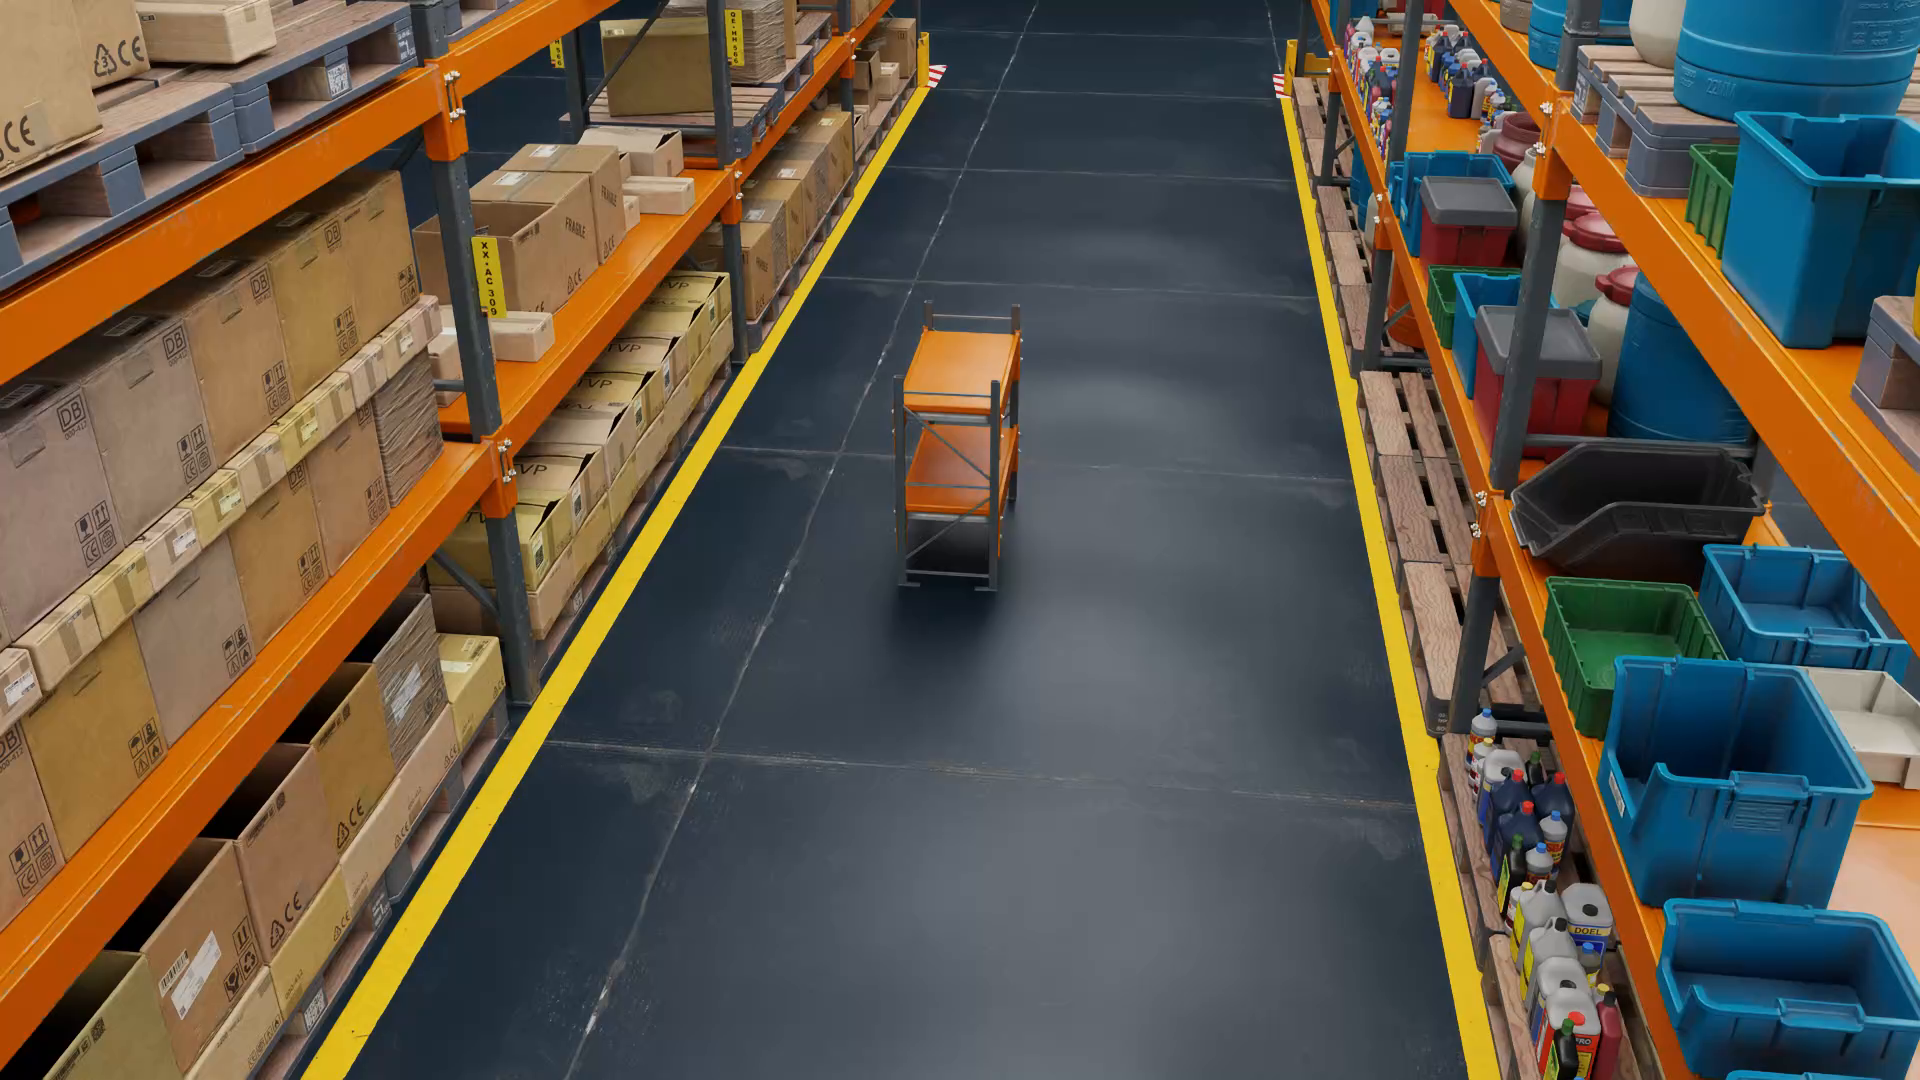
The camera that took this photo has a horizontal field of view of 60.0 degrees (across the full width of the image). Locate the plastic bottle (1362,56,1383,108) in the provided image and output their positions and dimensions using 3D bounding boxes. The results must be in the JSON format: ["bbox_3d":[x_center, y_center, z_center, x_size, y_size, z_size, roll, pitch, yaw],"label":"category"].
[{"bbox_3d":[2.884,-3.185,11.550,0.144,0.351,0.185,3,28,6],"label":"plastic bottle"}]

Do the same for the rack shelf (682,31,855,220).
[{"bbox_3d":[-1.652,-3.145,12.184,1.077,0.370,4.000,3,28,6],"label":"rack shelf"}]

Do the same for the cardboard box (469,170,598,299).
[{"bbox_3d":[-2.151,-1.526,8.314,0.500,0.500,0.500,3,28,6],"label":"cardboard box"}]

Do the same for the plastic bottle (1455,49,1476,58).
[{"bbox_3d":[3.674,-3.445,12.113,0.152,0.276,0.135,3,28,6],"label":"plastic bottle"}]

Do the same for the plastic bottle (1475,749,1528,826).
[{"bbox_3d":[2.042,0.936,6.258,0.152,0.276,0.135,4,29,8],"label":"plastic bottle"}]

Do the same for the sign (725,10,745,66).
[{"bbox_3d":[-1.346,-2.999,9.934,0.100,0.325,0.005,3,28,6],"label":"sign"}]

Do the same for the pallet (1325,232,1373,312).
[{"bbox_3d":[3.226,-1.949,12.146,1.003,0.211,1.213,3,28,6],"label":"pallet"}]

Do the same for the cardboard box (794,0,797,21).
[{"bbox_3d":[-1.687,-4.422,13.247,0.700,0.500,0.500,-6,29,-11],"label":"cardboard box"}]

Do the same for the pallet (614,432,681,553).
[{"bbox_3d":[-2.189,-0.335,9.149,1.003,0.211,1.213,3,28,6],"label":"pallet"}]

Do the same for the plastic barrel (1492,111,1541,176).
[{"bbox_3d":[3.262,-2.055,9.258,0.600,0.536,0.708,3,28,6],"label":"plastic barrel"}]

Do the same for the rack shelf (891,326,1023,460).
[{"bbox_3d":[0.001,-0.756,8.350,0.538,0.278,1.000,3,28,6],"label":"rack shelf"}]

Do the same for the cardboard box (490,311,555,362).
[{"bbox_3d":[-2.076,-0.932,7.582,0.380,0.149,0.250,3,28,6],"label":"cardboard box"}]

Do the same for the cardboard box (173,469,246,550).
[{"bbox_3d":[-2.395,-0.104,4.991,0.380,0.149,0.250,4,29,8],"label":"cardboard box"}]

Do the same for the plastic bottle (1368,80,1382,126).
[{"bbox_3d":[2.785,-2.933,11.154,0.061,0.283,0.133,3,28,6],"label":"plastic bottle"}]

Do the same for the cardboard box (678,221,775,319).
[{"bbox_3d":[-1.558,-1.811,11.121,0.500,0.500,0.500,5,29,8],"label":"cardboard box"}]

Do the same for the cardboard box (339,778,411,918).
[{"bbox_3d":[-2.345,1.090,6.020,0.500,0.250,0.500,3,28,6],"label":"cardboard box"}]

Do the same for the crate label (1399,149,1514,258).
[{"bbox_3d":[2.628,-1.794,8.881,0.502,0.435,0.616,3,28,6],"label":"crate label"}]

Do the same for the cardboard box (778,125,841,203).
[{"bbox_3d":[-1.252,-3.015,13.356,0.500,0.500,0.500,3,29,6],"label":"cardboard box"}]

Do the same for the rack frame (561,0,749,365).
[{"bbox_3d":[-1.897,-2.520,10.266,1.000,3.000,0.127,3,28,6],"label":"rack frame"}]

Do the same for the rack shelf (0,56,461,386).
[{"bbox_3d":[-2.632,-0.700,4.482,1.077,0.370,4.000,3,28,6],"label":"rack shelf"}]

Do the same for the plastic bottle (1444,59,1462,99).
[{"bbox_3d":[3.504,-3.269,11.791,0.097,0.271,0.097,0,28,0],"label":"plastic bottle"}]

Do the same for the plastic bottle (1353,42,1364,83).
[{"bbox_3d":[2.931,-3.496,12.200,0.061,0.283,0.133,3,28,6],"label":"plastic bottle"}]

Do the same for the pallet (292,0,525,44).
[{"bbox_3d":[-2.292,-2.290,6.877,0.805,0.209,1.217,2,28,4],"label":"pallet"}]

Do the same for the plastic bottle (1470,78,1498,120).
[{"bbox_3d":[3.562,-3.014,11.312,0.152,0.276,0.135,3,28,6],"label":"plastic bottle"}]

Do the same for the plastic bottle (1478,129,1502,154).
[{"bbox_3d":[3.241,-2.370,10.117,0.152,0.276,0.135,3,28,6],"label":"plastic bottle"}]

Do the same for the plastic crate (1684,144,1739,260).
[{"bbox_3d":[2.065,-0.848,4.223,0.336,0.188,0.450,3,28,6],"label":"plastic crate"}]

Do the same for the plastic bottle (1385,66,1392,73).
[{"bbox_3d":[3.058,-3.287,11.898,0.097,0.201,0.097,0,28,0],"label":"plastic bottle"}]

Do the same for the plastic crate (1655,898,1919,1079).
[{"bbox_3d":[1.888,1.042,3.810,0.499,0.251,0.408,3,28,6],"label":"plastic crate"}]

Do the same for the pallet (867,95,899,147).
[{"bbox_3d":[-1.175,-4.075,16.091,1.003,0.211,1.213,3,28,6],"label":"pallet"}]

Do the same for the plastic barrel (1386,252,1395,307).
[{"bbox_3d":[3.042,-1.823,11.151,0.421,0.512,0.421,0,28,0],"label":"plastic barrel"}]

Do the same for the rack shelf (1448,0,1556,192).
[{"bbox_3d":[2.773,-2.293,7.440,1.077,0.370,4.000,3,28,6],"label":"rack shelf"}]

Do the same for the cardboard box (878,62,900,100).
[{"bbox_3d":[-0.885,-4.554,16.475,0.500,0.250,0.500,3,28,6],"label":"cardboard box"}]

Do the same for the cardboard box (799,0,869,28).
[{"bbox_3d":[-1.074,-4.671,14.153,0.500,0.500,0.500,4,29,8],"label":"cardboard box"}]

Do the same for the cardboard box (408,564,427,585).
[{"bbox_3d":[-2.622,-0.066,7.575,0.500,0.311,0.500,3,28,6],"label":"cardboard box"}]

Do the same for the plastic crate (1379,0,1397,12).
[{"bbox_3d":[3.878,-4.796,14.551,0.437,0.282,0.530,3,28,6],"label":"plastic crate"}]

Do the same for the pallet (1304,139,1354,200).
[{"bbox_3d":[3.560,-3.234,14.531,1.003,0.211,1.213,3,28,6],"label":"pallet"}]

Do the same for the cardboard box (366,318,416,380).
[{"bbox_3d":[-2.240,-0.710,6.117,0.380,0.149,0.250,3,28,5],"label":"cardboard box"}]

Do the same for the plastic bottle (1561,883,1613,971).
[{"bbox_3d":[2.092,1.299,5.584,0.152,0.276,0.135,3,28,6],"label":"plastic bottle"}]

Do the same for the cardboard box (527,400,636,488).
[{"bbox_3d":[-1.961,-0.518,8.414,0.500,0.311,0.500,2,28,5],"label":"cardboard box"}]

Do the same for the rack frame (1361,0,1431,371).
[{"bbox_3d":[3.018,-2.231,9.728,1.000,3.000,0.127,3,28,6],"label":"rack frame"}]

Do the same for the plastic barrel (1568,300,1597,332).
[{"bbox_3d":[2.843,-0.901,7.406,0.301,0.262,0.301,0,28,0],"label":"plastic barrel"}]

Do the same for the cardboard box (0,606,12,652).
[{"bbox_3d":[-2.742,0.138,3.857,0.700,0.500,0.500,3,28,5],"label":"cardboard box"}]

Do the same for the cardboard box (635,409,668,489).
[{"bbox_3d":[-1.904,-0.511,8.993,0.500,0.250,0.500,4,29,7],"label":"cardboard box"}]

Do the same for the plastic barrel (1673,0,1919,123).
[{"bbox_3d":[2.300,-1.612,4.445,0.600,0.901,0.708,3,28,6],"label":"plastic barrel"}]

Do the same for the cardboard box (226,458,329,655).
[{"bbox_3d":[-2.559,0.012,5.459,0.700,0.500,0.500,4,29,7],"label":"cardboard box"}]

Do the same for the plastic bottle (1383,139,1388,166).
[{"bbox_3d":[2.677,-2.412,10.273,0.097,0.201,0.097,0,28,0],"label":"plastic bottle"}]

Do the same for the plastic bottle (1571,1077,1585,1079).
[{"bbox_3d":[1.828,1.683,4.949,0.097,0.201,0.097,0,28,0],"label":"plastic bottle"}]

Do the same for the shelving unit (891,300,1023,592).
[{"bbox_3d":[0.001,-0.498,8.489,0.538,1.125,1.048,3,28,6],"label":"shelving unit"}]

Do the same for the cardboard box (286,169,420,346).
[{"bbox_3d":[-2.435,-1.043,6.051,0.700,0.500,0.500,3,29,6],"label":"cardboard box"}]

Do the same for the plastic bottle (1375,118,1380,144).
[{"bbox_3d":[2.741,-2.658,10.730,0.097,0.201,0.097,0,28,0],"label":"plastic bottle"}]

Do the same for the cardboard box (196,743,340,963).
[{"bbox_3d":[-2.404,0.995,5.405,0.500,0.500,0.500,3,28,6],"label":"cardboard box"}]

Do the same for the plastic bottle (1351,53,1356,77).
[{"bbox_3d":[2.976,-3.559,12.404,0.097,0.201,0.097,0,28,0],"label":"plastic bottle"}]

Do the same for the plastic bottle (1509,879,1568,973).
[{"bbox_3d":[1.942,1.269,5.560,0.144,0.351,0.185,3,28,6],"label":"plastic bottle"}]

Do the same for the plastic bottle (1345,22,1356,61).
[{"bbox_3d":[3.024,-3.852,12.860,0.061,0.283,0.133,3,28,6],"label":"plastic bottle"}]

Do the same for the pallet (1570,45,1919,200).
[{"bbox_3d":[2.537,-1.240,4.925,1.213,0.211,1.003,3,28,6],"label":"pallet"}]

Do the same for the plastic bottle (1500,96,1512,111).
[{"bbox_3d":[3.539,-2.751,10.817,0.061,0.283,0.133,3,28,6],"label":"plastic bottle"}]
